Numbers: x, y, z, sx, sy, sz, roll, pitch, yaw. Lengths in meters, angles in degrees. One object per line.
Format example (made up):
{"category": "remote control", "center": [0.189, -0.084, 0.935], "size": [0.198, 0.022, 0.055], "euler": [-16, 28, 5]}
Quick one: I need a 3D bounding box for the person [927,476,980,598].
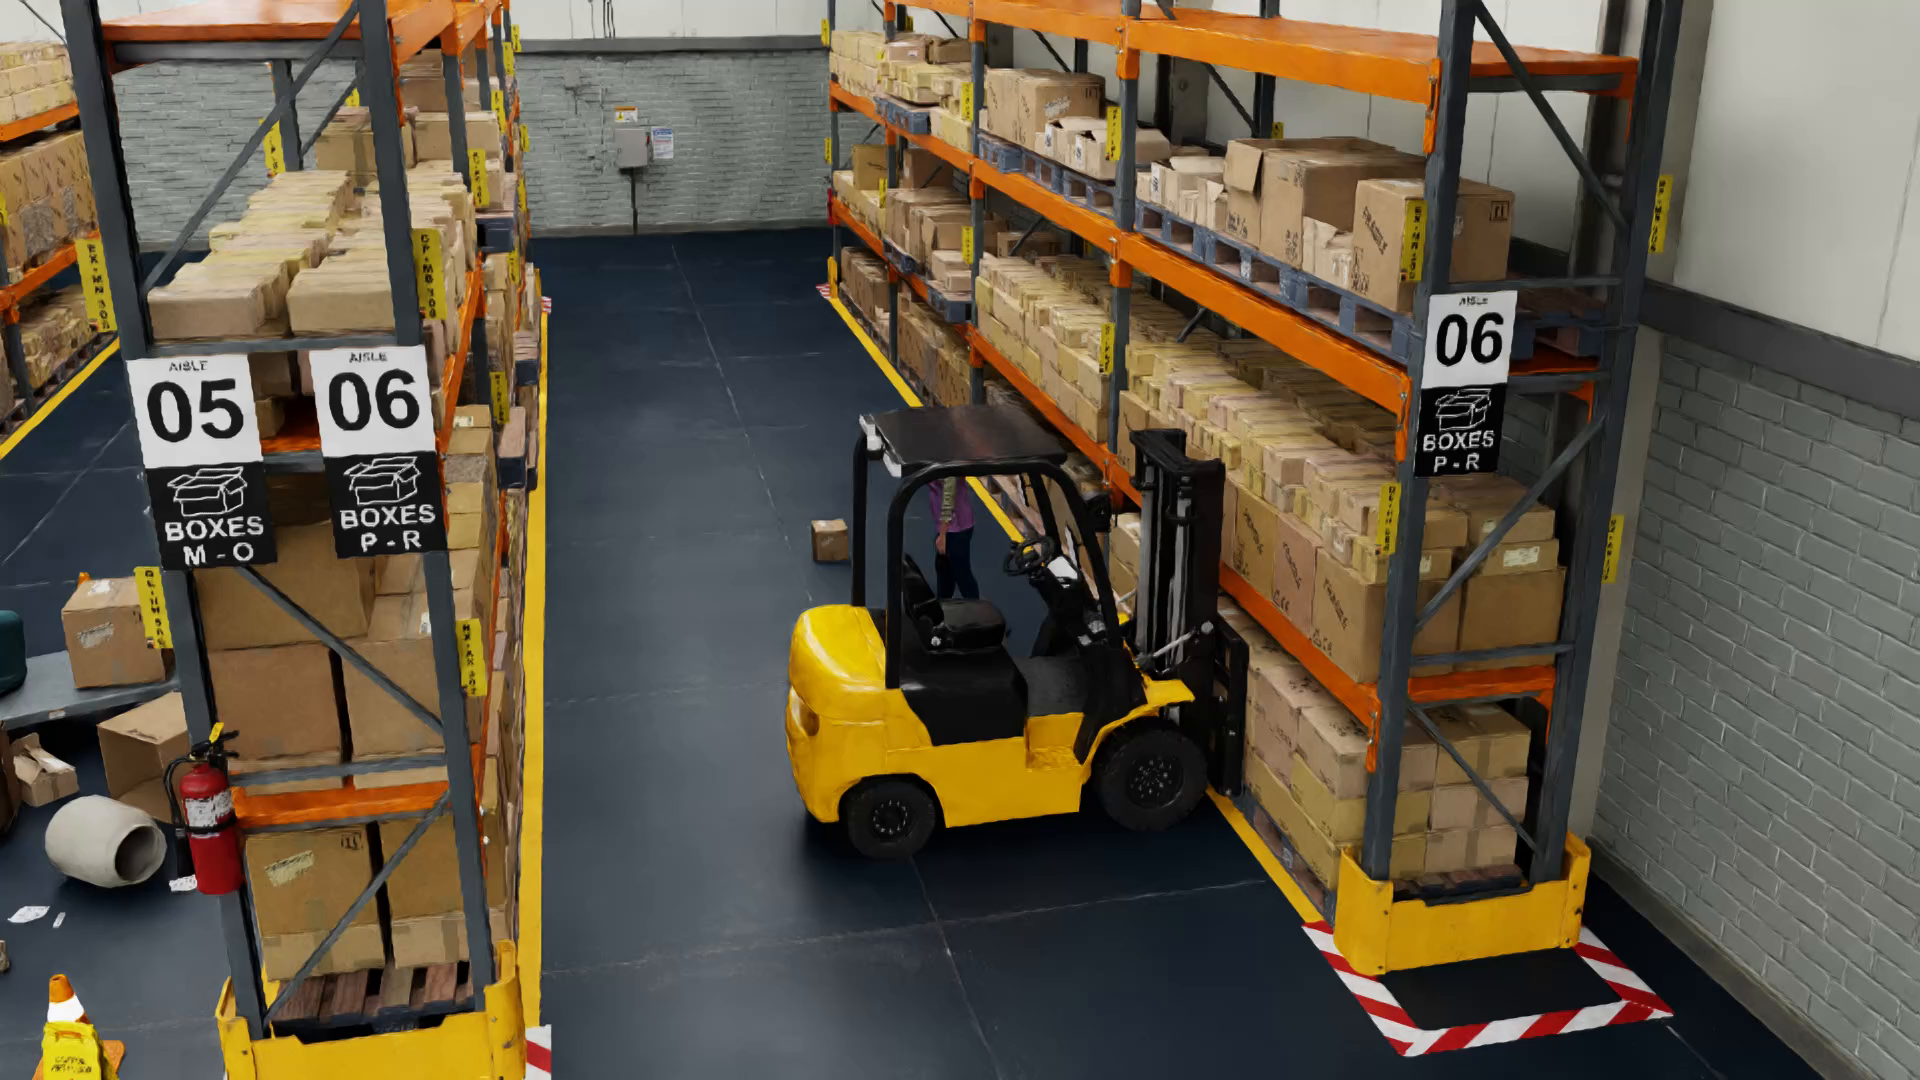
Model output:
{"category": "person", "center": [-0.090, -0.101, 11.295], "size": [0.532, 1.591, 0.550], "euler": [0, 20, -1]}
